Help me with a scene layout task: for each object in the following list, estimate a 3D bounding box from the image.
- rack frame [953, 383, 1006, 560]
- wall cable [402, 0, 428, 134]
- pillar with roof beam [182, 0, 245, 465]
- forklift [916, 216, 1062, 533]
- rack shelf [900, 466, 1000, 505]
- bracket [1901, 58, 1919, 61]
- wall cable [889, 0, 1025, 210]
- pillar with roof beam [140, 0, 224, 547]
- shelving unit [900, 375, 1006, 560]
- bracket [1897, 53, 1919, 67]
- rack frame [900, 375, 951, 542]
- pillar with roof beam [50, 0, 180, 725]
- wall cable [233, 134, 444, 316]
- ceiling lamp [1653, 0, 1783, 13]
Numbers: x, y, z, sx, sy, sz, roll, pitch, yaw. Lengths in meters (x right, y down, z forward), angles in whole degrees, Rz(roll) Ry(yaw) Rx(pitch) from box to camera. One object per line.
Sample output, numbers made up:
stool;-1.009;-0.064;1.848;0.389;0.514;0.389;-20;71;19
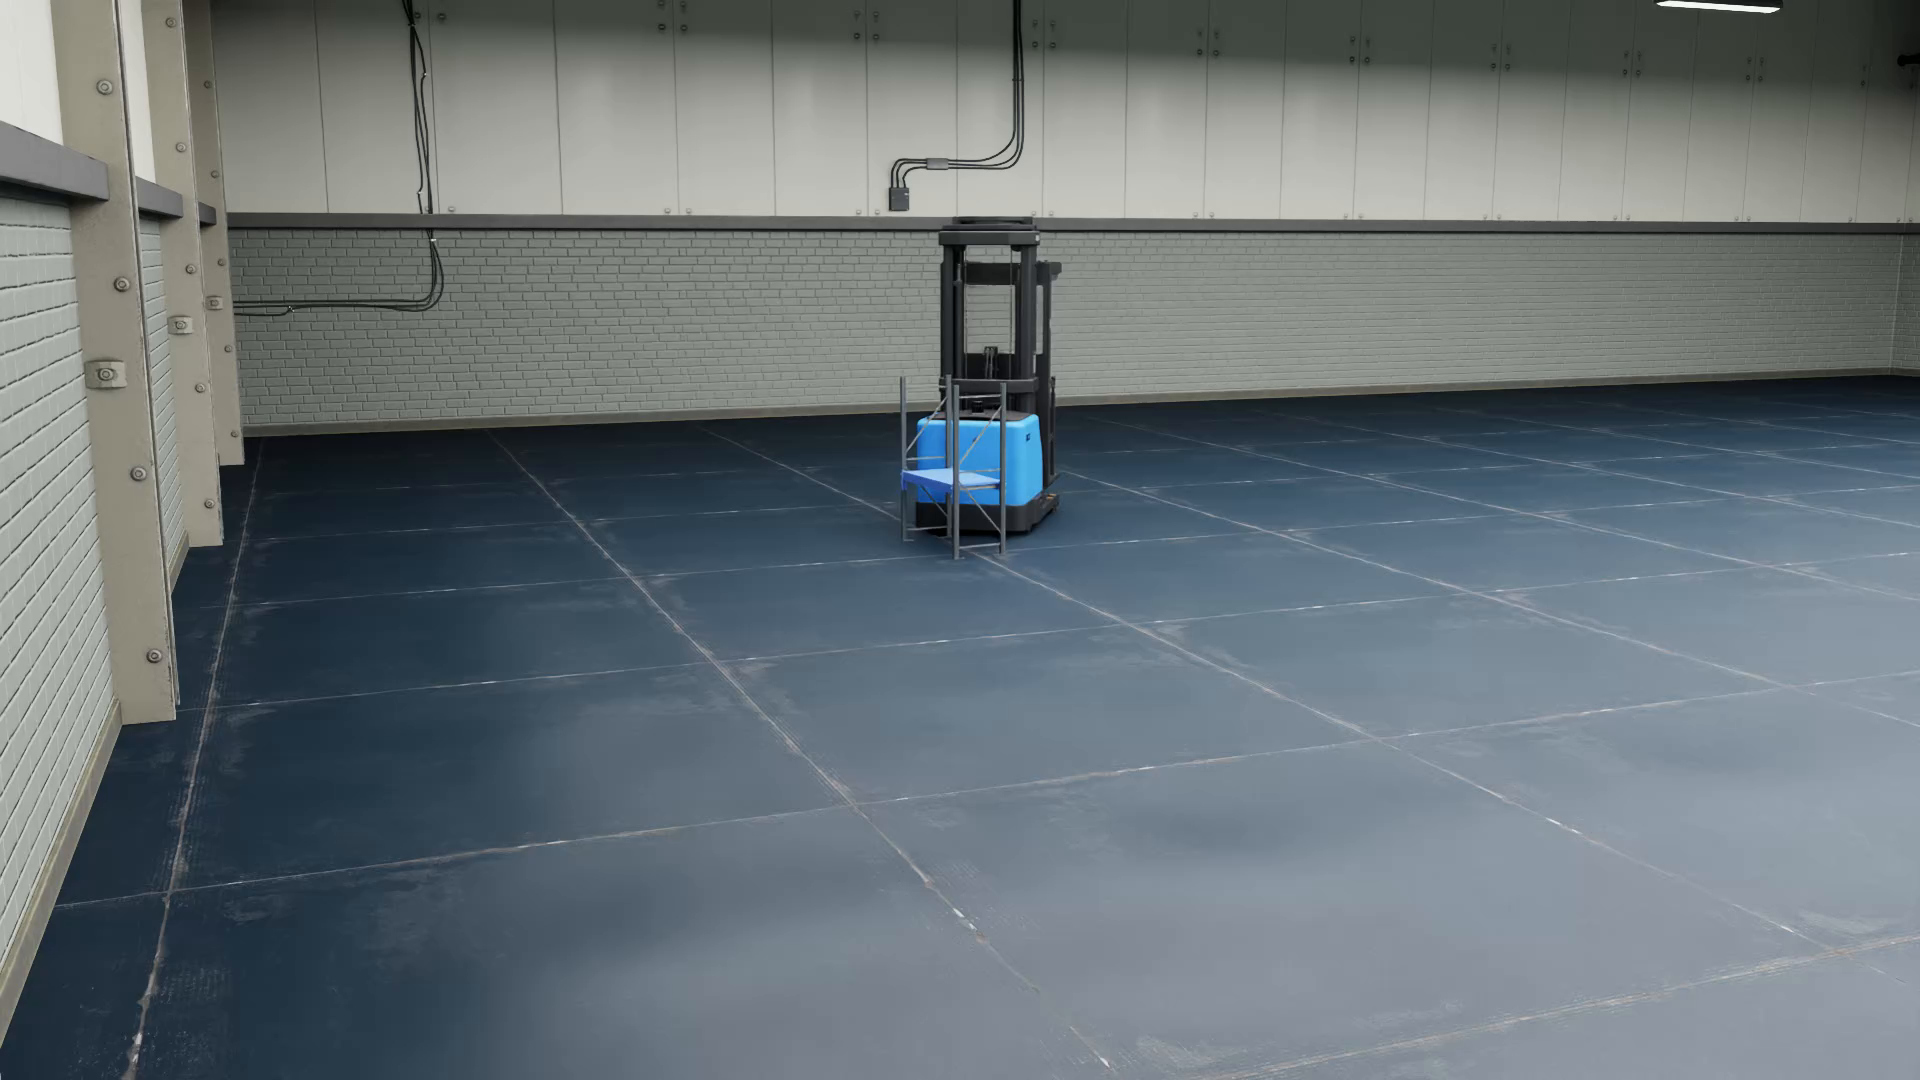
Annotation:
rack frame;0.168;-0.585;14.256;0.500;1.500;0.032;-5;11;-28
wall cable;-6.354;-7.080;23.804;3.097;2.526;0.112;-4;11;-21
pillar with roof beam;-5.028;-5.659;21.370;9.100;9.000;0.400;-4;11;-21
forklift;0.400;-1.724;16.575;1.130;2.935;3.031;2;10;12
rack shelf;-0.071;-0.486;14.729;0.538;0.185;1.000;-5;11;-28
bracket;19.193;-9.493;32.644;0.076;0.066;3.189;-4;11;-21
wall cable;-0.021;-8.225;26.084;2.305;6.003;0.169;-4;11;-21
pillar with roof beam;-2.854;-4.680;15.864;9.100;9.000;0.400;-4;11;-21
shelving unit;-0.071;-0.664;14.698;0.538;1.500;1.048;-5;11;-28
bracket;18.979;-9.589;33.186;0.235;0.232;0.430;-4;11;-21
rack frame;-0.310;-0.742;15.140;0.500;1.500;0.032;-5;11;-28
pillar with roof beam;-0.679;-3.700;10.358;9.100;9.000;0.400;-4;11;-21
wall cable;-8.875;-4.422;23.281;3.097;2.526;0.112;-4;11;-21
ceiling lamp;10.254;-8.848;22.627;2.000;3.185;0.800;-4;11;-21
